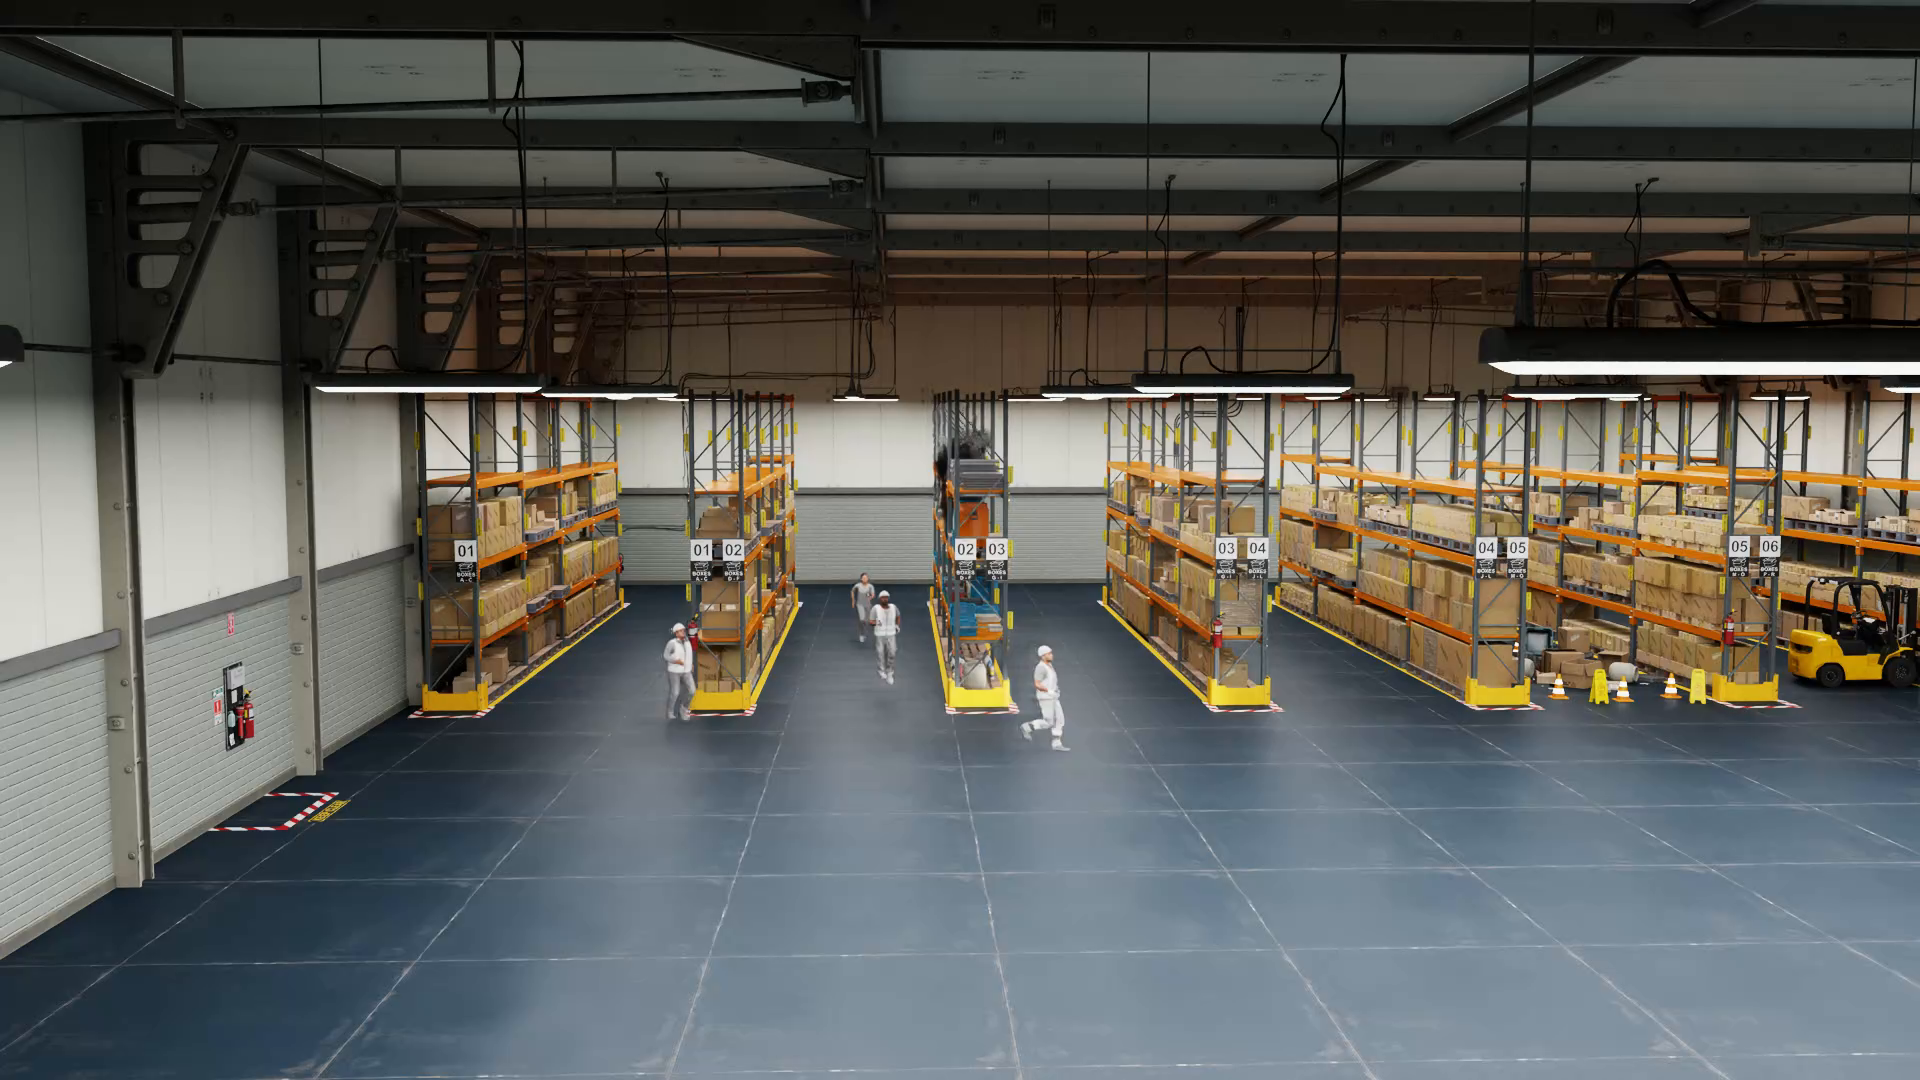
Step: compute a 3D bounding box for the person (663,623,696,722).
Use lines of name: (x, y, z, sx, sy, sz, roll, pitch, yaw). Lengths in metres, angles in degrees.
person: (-5.037, 2.396, 30.073, 0.678, 1.777, 0.602, -4, 6, -39)

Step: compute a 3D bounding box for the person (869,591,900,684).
person: (-1.443, 1.916, 32.550, 0.662, 1.841, 0.648, -1, 5, -12)

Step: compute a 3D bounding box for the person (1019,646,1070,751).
person: (1.420, 2.613, 27.503, 0.848, 1.748, 0.669, 2, 5, 20)

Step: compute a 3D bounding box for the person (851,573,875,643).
person: (-2.316, 1.628, 40.024, 0.527, 1.687, 0.787, -1, 5, -15)
